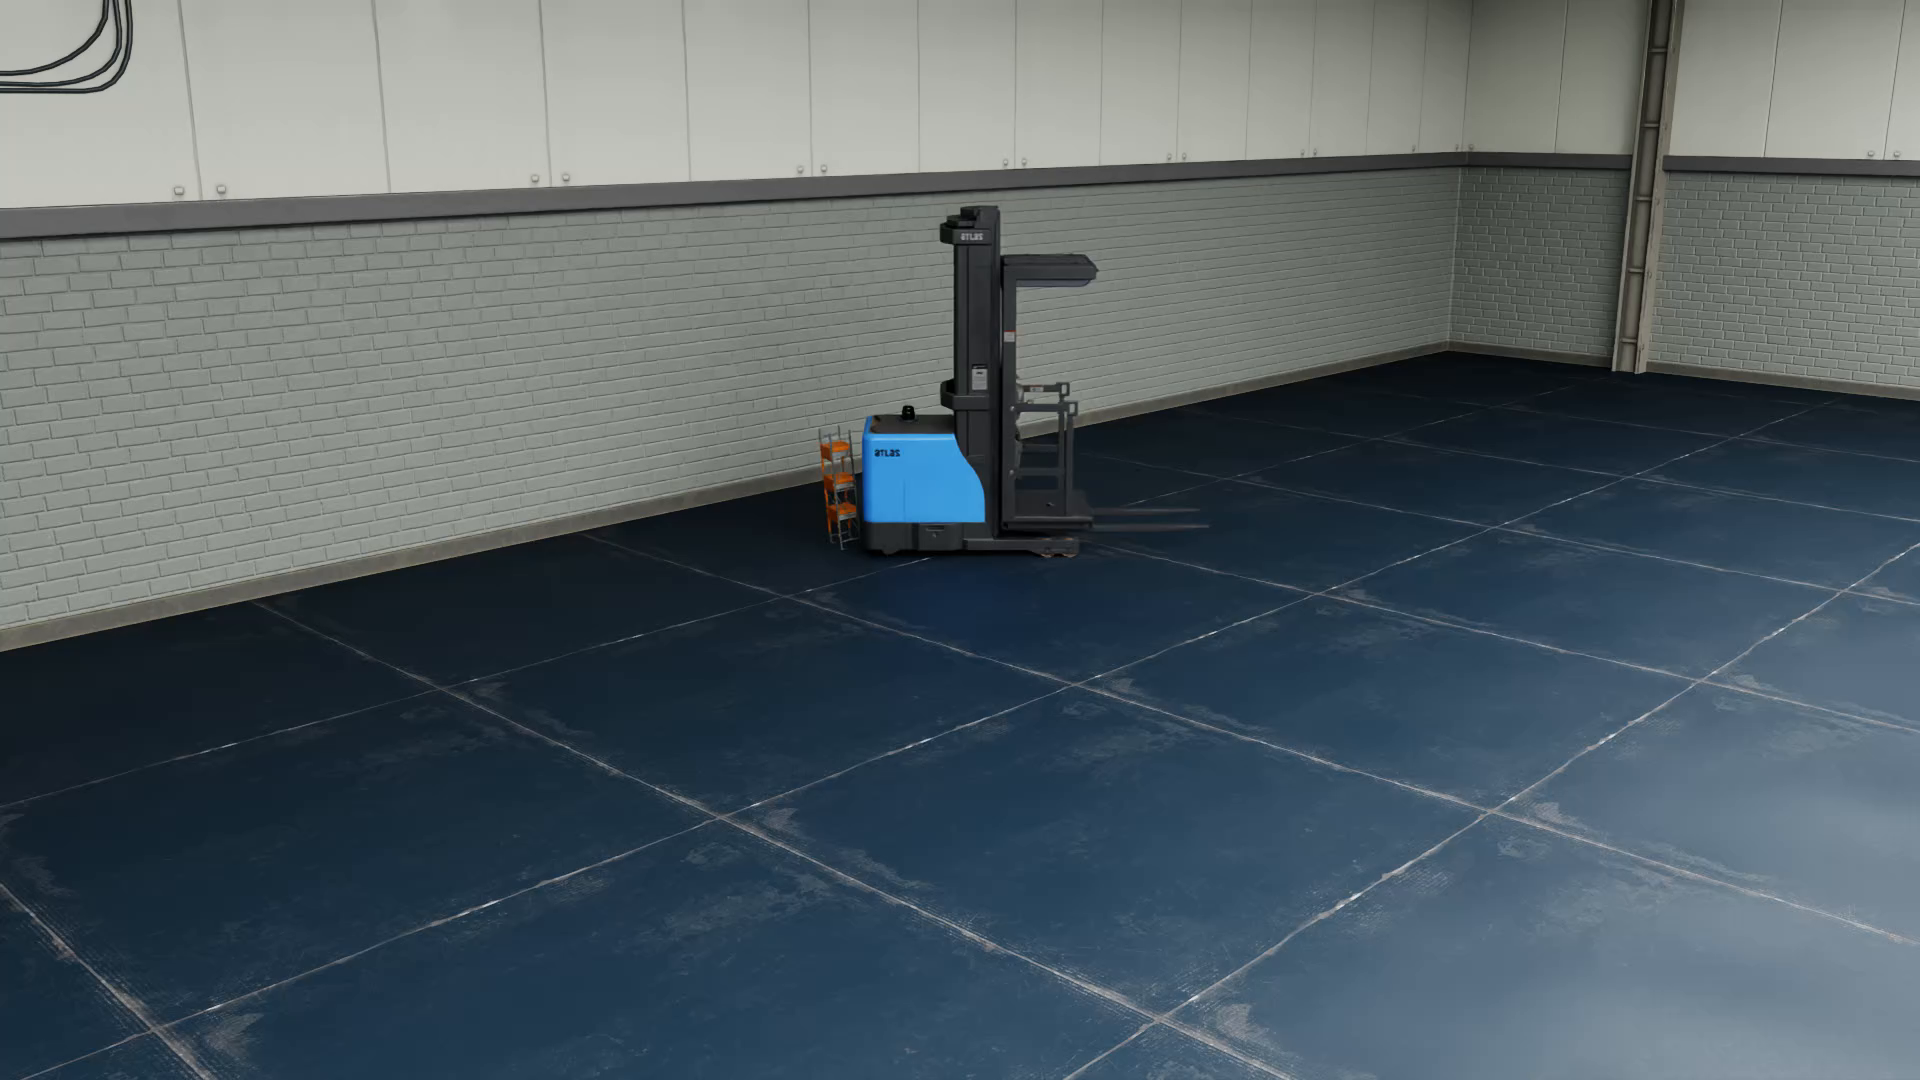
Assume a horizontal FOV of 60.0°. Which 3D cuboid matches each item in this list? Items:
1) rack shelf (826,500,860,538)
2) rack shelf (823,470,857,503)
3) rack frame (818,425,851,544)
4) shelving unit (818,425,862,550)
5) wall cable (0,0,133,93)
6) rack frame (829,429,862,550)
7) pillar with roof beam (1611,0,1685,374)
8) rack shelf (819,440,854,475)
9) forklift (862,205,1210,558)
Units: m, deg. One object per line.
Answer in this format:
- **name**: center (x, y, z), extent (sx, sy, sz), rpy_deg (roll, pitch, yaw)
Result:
- **rack shelf**: center (-1.029, -0.187, 14.675), extent (0.215, 0.259, 0.240), rpy_deg (-13, 18, -24)
- **rack shelf**: center (-1.052, -0.453, 14.595), extent (0.215, 0.259, 0.240), rpy_deg (-13, 18, -24)
- **rack frame**: center (-1.107, -0.490, 14.698), extent (0.200, 1.050, 0.008), rpy_deg (-13, 18, -24)
- **shelving unit**: center (-1.052, -0.463, 14.592), extent (0.215, 1.050, 0.252), rpy_deg (-13, 18, -24)
- **wall cable**: center (-6.622, -5.246, 10.472), extent (0.169, 6.003, 2.305), rpy_deg (14, 20, 42)
- **rack frame**: center (-0.998, -0.435, 14.486), extent (0.200, 1.050, 0.008), rpy_deg (-13, 18, -24)
- **pillar with roof beam**: center (6.856, -6.060, 20.343), extent (0.400, 9.000, 9.100), rpy_deg (14, 20, 42)
- **rack shelf**: center (-1.074, -0.723, 14.513), extent (0.215, 0.259, 0.240), rpy_deg (-13, 18, -24)
- **forklift**: center (0.664, -1.400, 14.493), extent (3.031, 2.935, 1.130), rpy_deg (0, 15, 0)
